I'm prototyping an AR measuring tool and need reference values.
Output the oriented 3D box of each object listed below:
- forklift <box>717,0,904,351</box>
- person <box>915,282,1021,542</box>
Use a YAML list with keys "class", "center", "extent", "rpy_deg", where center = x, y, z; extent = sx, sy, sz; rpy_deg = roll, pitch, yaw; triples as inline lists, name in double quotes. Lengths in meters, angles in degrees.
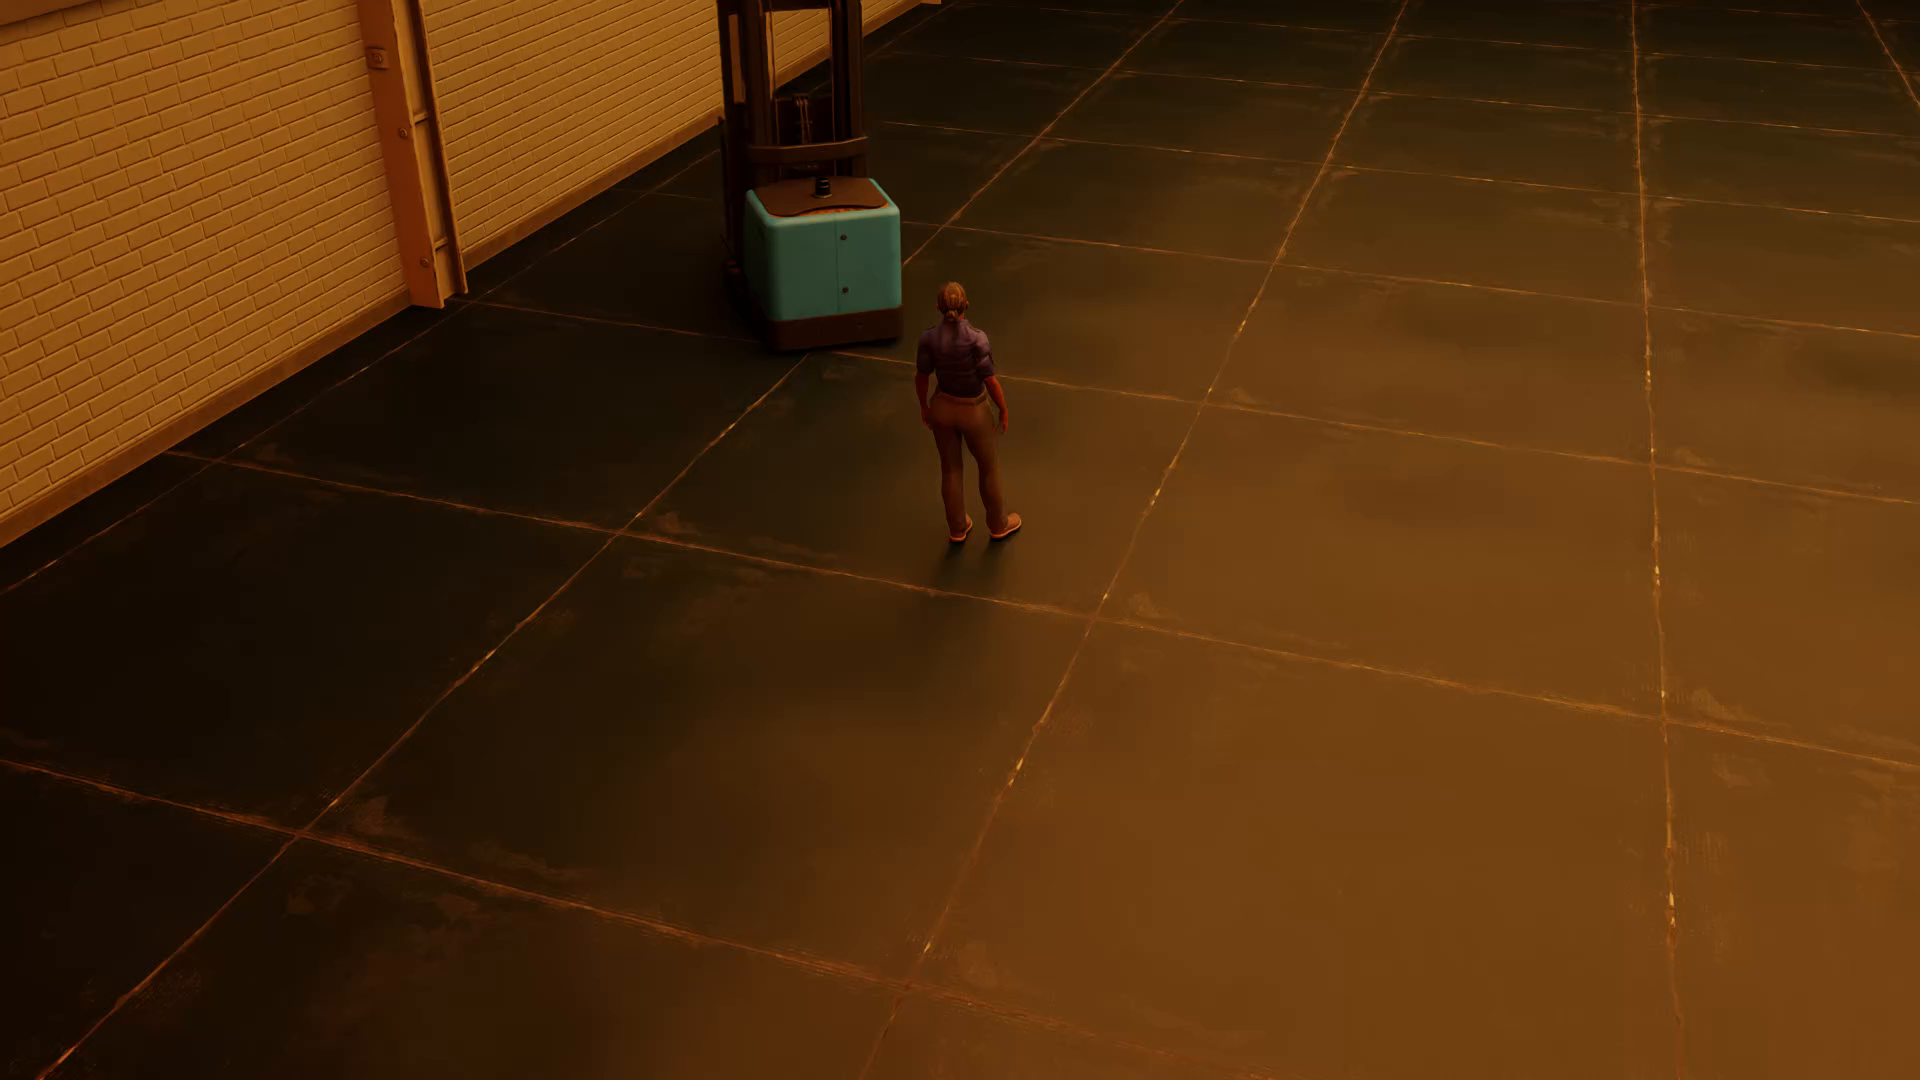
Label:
- class: "forklift"
  center: [-1.352, -3.403, 13.106]
  extent: [1.130, 2.935, 3.031]
  rpy_deg: [-9, 31, -15]
- class: "person"
  center: [0.047, -0.763, 9.749]
  extent: [0.569, 1.654, 0.504]
  rpy_deg: [10, 31, 16]
